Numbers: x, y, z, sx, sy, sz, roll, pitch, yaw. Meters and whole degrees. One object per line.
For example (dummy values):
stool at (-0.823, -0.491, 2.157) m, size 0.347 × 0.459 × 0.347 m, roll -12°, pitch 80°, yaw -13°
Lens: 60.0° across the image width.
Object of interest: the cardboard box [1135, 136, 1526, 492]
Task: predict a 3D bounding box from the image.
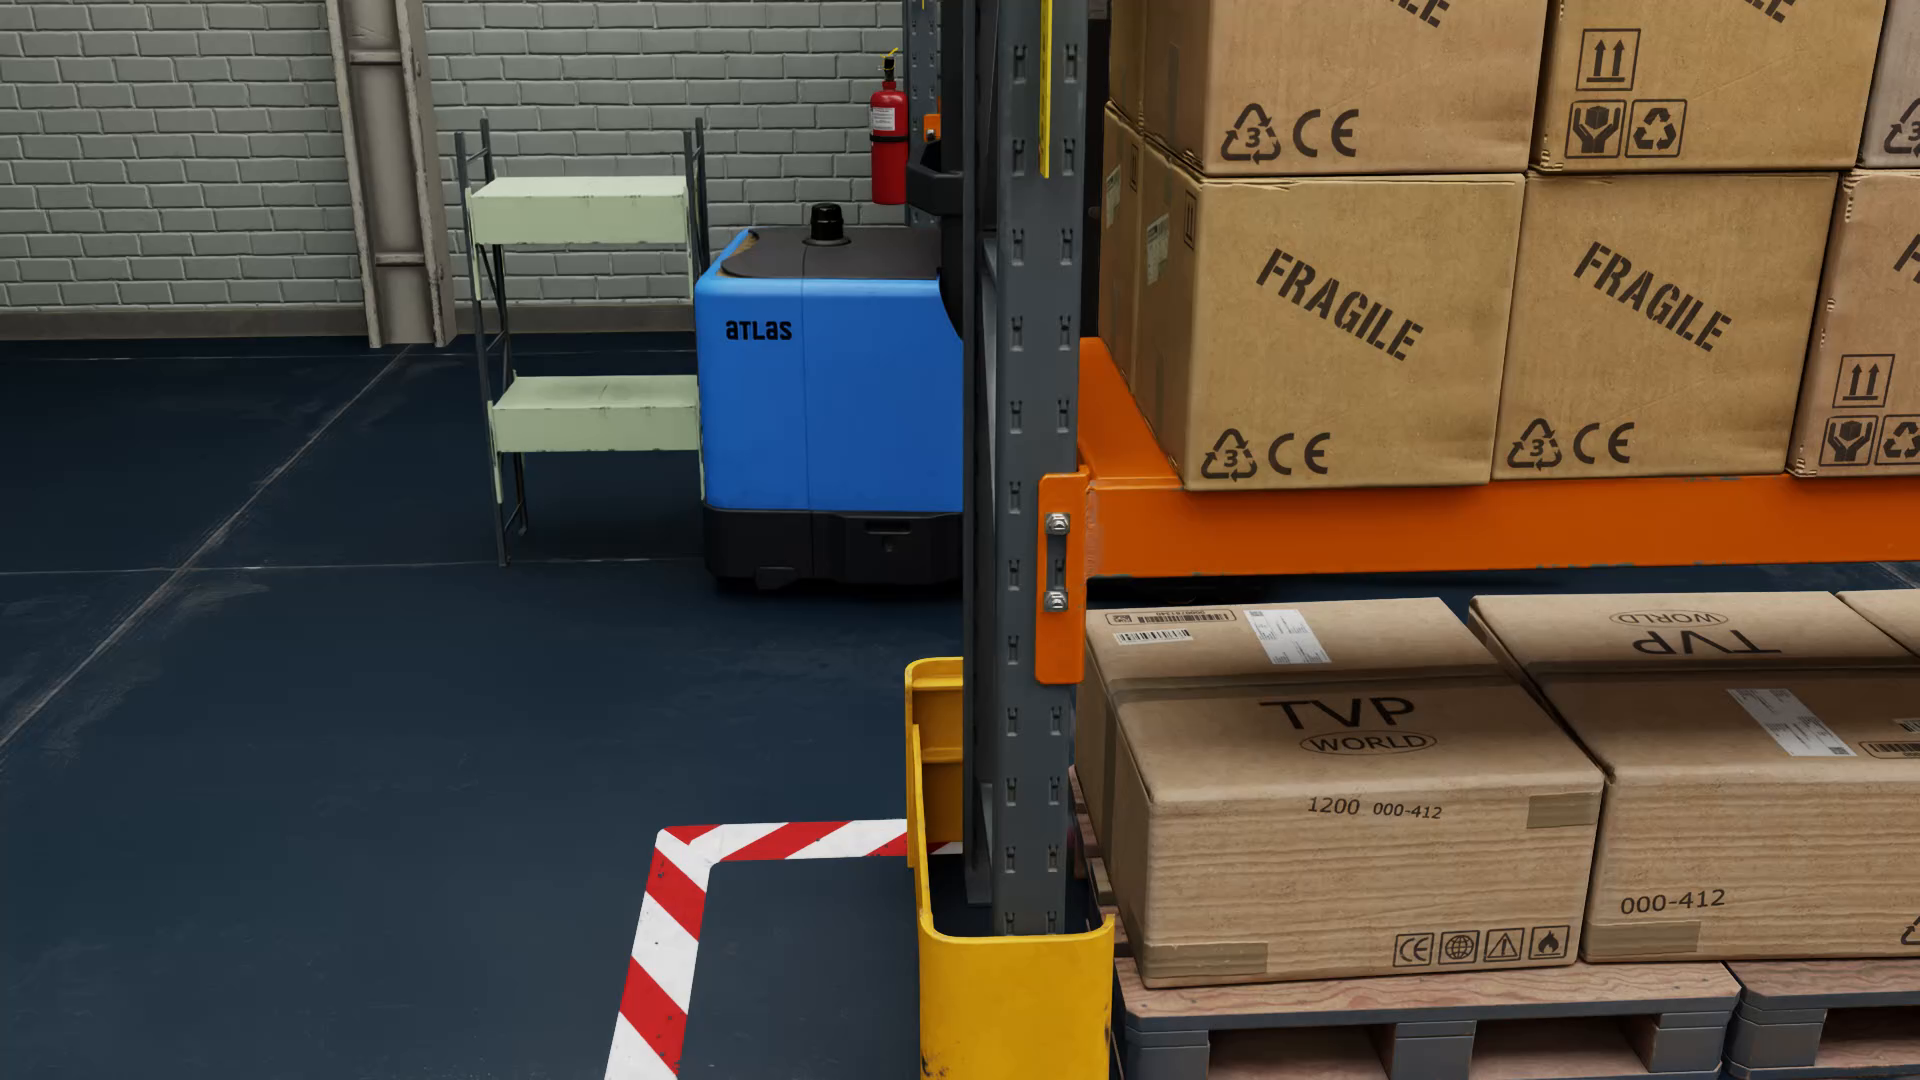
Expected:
cardboard box at (0.593, -0.402, 2.821) m, size 0.500 × 0.500 × 0.500 m, roll -1°, pitch 21°, yaw -3°

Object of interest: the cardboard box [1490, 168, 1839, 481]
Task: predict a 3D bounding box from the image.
cardboard box at (1.096, -0.422, 2.874) m, size 0.500 × 0.500 × 0.500 m, roll -1°, pitch 21°, yaw -4°

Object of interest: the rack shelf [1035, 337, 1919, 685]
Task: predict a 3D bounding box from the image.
rack shelf at (2.094, -0.152, 3.315) m, size 4.000 × 0.370 × 1.077 m, roll -1°, pitch 21°, yaw -3°

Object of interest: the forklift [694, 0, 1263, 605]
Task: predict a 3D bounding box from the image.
forklift at (0.662, -1.344, 5.532) m, size 3.031 × 2.935 × 1.130 m, roll 1°, pitch 21°, yaw 2°

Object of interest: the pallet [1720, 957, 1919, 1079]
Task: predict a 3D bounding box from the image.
pallet at (2.106, 0.788, 3.755) m, size 1.213 × 0.211 × 1.003 m, roll -1°, pitch 21°, yaw -3°

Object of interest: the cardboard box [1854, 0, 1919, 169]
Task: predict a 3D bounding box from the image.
cardboard box at (1.622, -0.896, 2.714) m, size 0.500 × 0.500 × 0.500 m, roll -1°, pitch 21°, yaw -3°

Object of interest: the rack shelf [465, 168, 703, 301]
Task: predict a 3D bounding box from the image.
rack shelf at (-1.256, -1.046, 5.664) m, size 0.720 × 0.370 × 0.431 m, roll -1°, pitch 21°, yaw -2°

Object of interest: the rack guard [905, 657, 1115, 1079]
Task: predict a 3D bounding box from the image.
rack guard at (0.073, 0.721, 3.524) m, size 0.348 × 0.500 × 1.175 m, roll -1°, pitch 21°, yaw -3°

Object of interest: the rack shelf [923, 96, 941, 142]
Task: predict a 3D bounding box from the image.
rack shelf at (1.807, -1.915, 7.947) m, size 4.000 × 0.370 × 1.077 m, roll -1°, pitch 21°, yaw -3°

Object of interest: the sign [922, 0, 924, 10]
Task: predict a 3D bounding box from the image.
sign at (-0.159, -2.423, 7.052) m, size 0.005 × 0.325 × 0.100 m, roll -1°, pitch 21°, yaw -3°

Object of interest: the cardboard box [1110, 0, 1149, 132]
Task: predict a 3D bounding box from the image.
cardboard box at (0.565, -1.056, 3.133) m, size 0.500 × 0.500 × 0.500 m, roll 0°, pitch 21°, yaw -1°

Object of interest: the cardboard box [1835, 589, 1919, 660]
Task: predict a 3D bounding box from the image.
cardboard box at (2.564, 0.465, 3.694) m, size 0.875 × 0.438 × 0.875 m, roll -2°, pitch 21°, yaw -5°

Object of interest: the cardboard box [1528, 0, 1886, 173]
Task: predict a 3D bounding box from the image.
cardboard box at (1.108, -0.883, 2.679) m, size 0.500 × 0.500 × 0.500 m, roll -2°, pitch 21°, yaw -5°

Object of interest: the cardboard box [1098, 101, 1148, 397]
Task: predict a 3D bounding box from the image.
cardboard box at (0.564, -0.598, 3.336) m, size 0.500 × 0.500 × 0.500 m, roll -1°, pitch 21°, yaw -3°

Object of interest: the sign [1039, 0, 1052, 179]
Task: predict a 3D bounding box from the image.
sign at (0.123, -0.692, 2.394) m, size 0.005 × 0.325 × 0.100 m, roll -1°, pitch 21°, yaw -3°

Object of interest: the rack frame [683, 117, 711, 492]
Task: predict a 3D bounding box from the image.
rack frame at (-0.891, -0.687, 5.818) m, size 0.023 × 1.500 × 0.400 m, roll -1°, pitch 21°, yaw -2°

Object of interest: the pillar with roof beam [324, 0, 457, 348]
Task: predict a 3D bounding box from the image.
pillar with roof beam at (-2.687, -3.751, 3.325) m, size 0.400 × 9.000 × 9.100 m, roll -1°, pitch 21°, yaw -3°

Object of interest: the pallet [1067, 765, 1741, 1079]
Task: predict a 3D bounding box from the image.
pallet at (0.891, 0.812, 3.693) m, size 1.213 × 0.211 × 1.003 m, roll -1°, pitch 21°, yaw -3°

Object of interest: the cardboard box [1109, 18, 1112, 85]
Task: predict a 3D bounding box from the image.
cardboard box at (0.782, -2.203, 7.486) m, size 0.500 × 0.250 × 0.500 m, roll -1°, pitch 21°, yaw -2°

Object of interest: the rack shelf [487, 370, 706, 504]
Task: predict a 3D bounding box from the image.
rack shelf at (-1.256, -0.377, 5.919) m, size 0.720 × 0.370 × 0.431 m, roll -1°, pitch 21°, yaw -2°

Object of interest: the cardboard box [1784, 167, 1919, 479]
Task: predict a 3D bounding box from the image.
cardboard box at (1.605, -0.426, 2.884) m, size 0.500 × 0.500 × 0.500 m, roll -1°, pitch 21°, yaw -3°

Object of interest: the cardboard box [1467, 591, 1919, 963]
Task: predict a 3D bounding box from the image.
cardboard box at (1.664, 0.483, 3.647) m, size 0.875 × 0.438 × 0.875 m, roll -1°, pitch 21°, yaw -2°

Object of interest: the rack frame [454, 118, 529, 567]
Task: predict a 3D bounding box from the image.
rack frame at (-1.622, -0.676, 5.788) m, size 0.023 × 1.500 × 0.400 m, roll -1°, pitch 21°, yaw -2°

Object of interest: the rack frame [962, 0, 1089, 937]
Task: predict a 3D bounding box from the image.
rack frame at (0.097, -0.448, 3.081) m, size 0.127 × 3.000 × 1.000 m, roll -1°, pitch 21°, yaw -3°

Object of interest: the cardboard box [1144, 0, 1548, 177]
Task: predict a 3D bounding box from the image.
cardboard box at (0.593, -0.870, 2.645) m, size 0.500 × 0.500 × 0.500 m, roll -2°, pitch 21°, yaw -4°

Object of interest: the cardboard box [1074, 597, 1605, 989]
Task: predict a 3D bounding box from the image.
cardboard box at (0.751, 0.505, 3.590) m, size 0.875 × 0.438 × 0.875 m, roll -2°, pitch 21°, yaw -5°

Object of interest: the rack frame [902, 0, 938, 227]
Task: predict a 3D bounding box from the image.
rack frame at (-0.190, -2.211, 7.712) m, size 0.127 × 3.000 × 1.000 m, roll -1°, pitch 21°, yaw -3°

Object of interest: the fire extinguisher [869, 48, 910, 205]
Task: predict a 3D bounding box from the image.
fire extinguisher at (-0.310, -1.833, 7.353) m, size 0.183 × 0.674 × 0.296 m, roll -1°, pitch 21°, yaw -3°

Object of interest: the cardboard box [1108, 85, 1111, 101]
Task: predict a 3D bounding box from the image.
cardboard box at (0.666, -2.042, 7.621) m, size 0.250 × 0.149 × 0.380 m, roll -1°, pitch 21°, yaw -4°

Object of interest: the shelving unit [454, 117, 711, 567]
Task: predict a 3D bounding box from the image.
shelving unit at (-1.256, -0.681, 5.803) m, size 0.755 × 1.500 × 0.431 m, roll -1°, pitch 21°, yaw -2°
